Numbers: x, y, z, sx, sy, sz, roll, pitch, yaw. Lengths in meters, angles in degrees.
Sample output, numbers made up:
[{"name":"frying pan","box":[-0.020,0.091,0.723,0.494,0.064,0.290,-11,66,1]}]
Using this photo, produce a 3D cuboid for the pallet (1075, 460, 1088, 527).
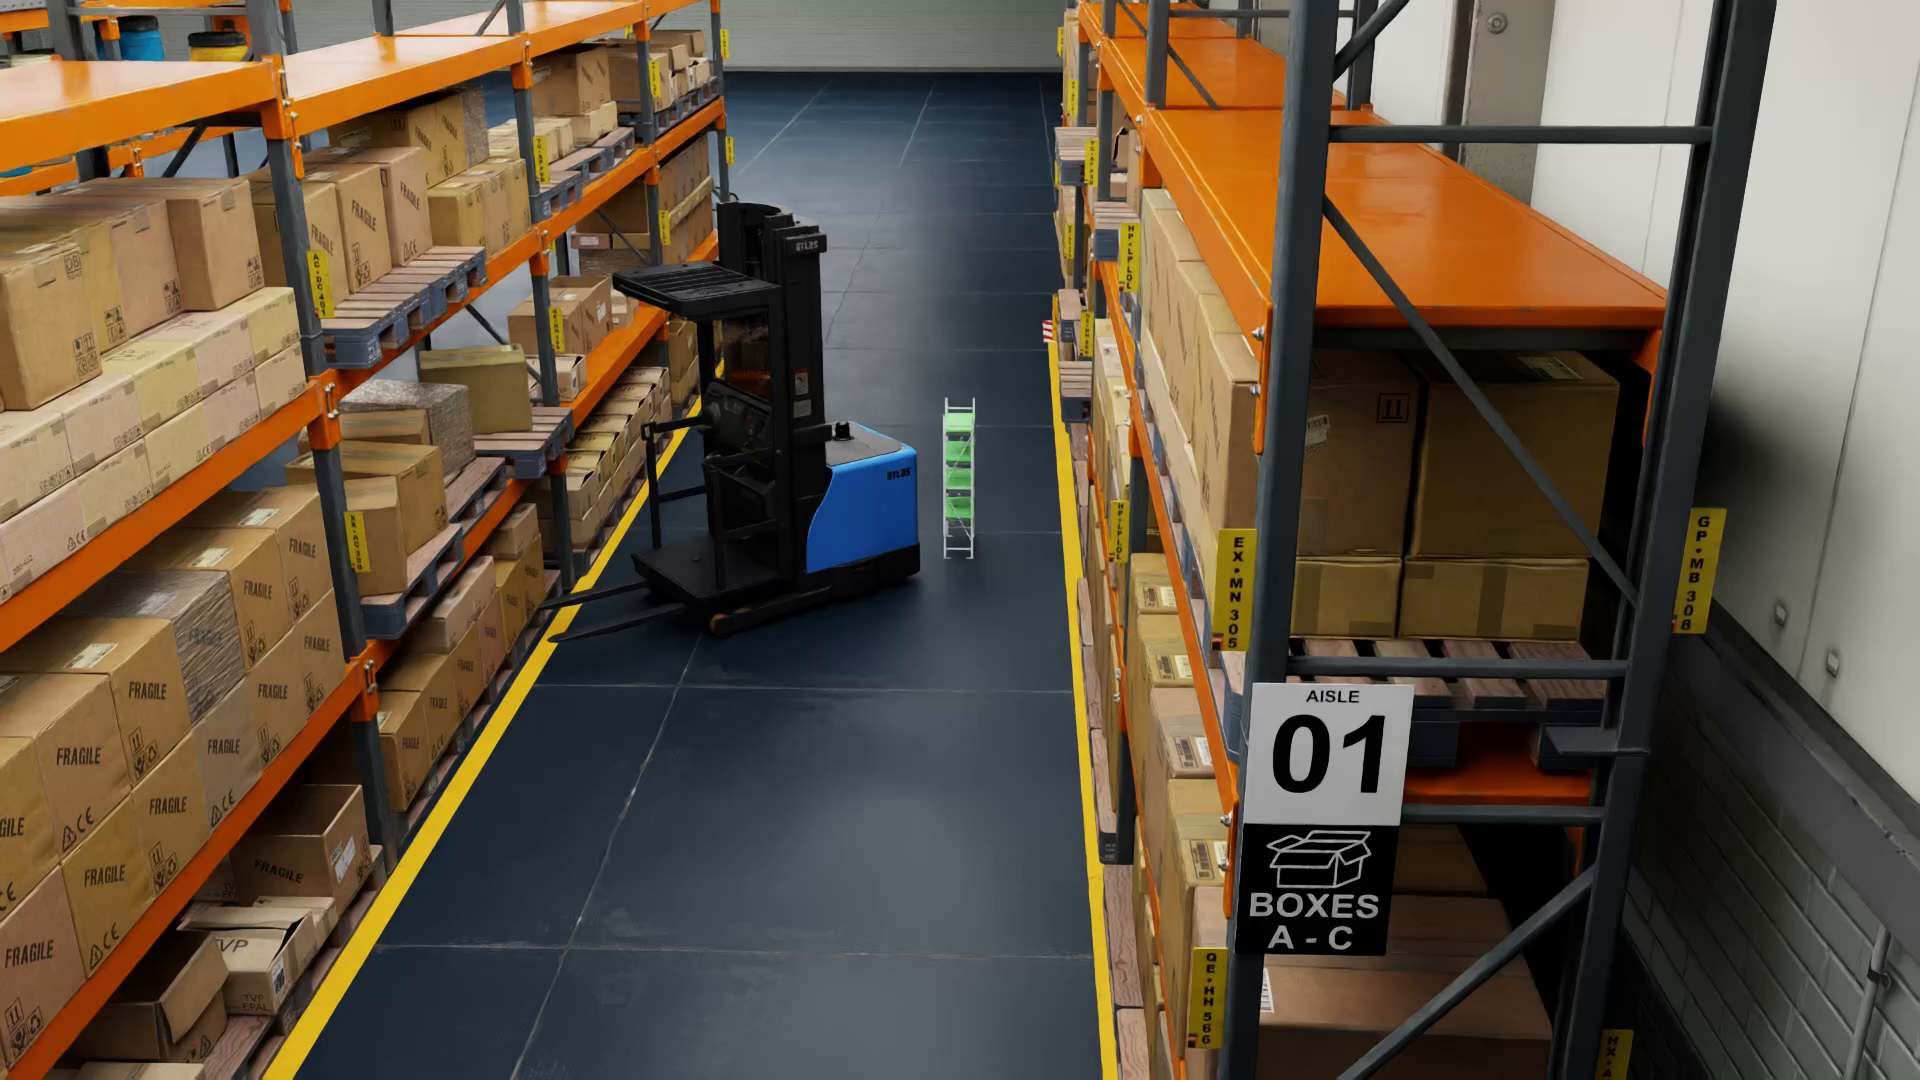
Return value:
[{"name":"pallet","box":[1.528,-0.405,14.573,1.003,0.211,1.213,1,21,2]}]

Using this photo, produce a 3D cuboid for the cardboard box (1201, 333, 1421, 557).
[{"name":"cardboard box","box":[0.969,-0.278,4.697,0.500,0.500,0.500,1,21,1]}]

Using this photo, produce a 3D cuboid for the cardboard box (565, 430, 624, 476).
[{"name":"cardboard box","box":[-3.154,-0.771,14.108,0.500,0.311,0.500,0,21,0]}]

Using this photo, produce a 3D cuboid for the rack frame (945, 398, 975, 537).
[{"name":"rack frame","box":[0.002,-0.588,13.678,0.240,1.200,0.015,1,21,2]}]

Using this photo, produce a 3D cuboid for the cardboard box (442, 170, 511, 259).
[{"name":"cardboard box","box":[-3.484,-2.138,10.900,0.910,0.500,0.500,1,21,2]}]

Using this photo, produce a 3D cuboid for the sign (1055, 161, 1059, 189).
[{"name":"sign","box":[1.164,-4.284,19.520,0.100,0.325,0.005,1,21,2]}]

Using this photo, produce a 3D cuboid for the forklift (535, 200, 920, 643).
[{"name":"forklift","box":[-1.797,-0.881,12.042,3.031,2.935,1.130,-15,26,-34]}]

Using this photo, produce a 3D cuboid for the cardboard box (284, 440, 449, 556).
[{"name":"cardboard box","box":[-3.415,-0.250,9.600,0.700,0.500,0.500,4,22,10]}]

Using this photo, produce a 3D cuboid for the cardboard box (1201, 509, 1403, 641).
[{"name":"cardboard box","box":[0.976,0.072,4.832,0.500,0.250,0.500,1,21,3]}]

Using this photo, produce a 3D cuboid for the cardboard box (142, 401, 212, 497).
[{"name":"cardboard box","box":[-3.392,-0.377,6.708,0.500,0.250,0.500,1,21,2]}]

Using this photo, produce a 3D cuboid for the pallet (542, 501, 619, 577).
[{"name":"pallet","box":[-3.425,-0.032,13.614,1.003,0.211,1.213,1,21,2]}]

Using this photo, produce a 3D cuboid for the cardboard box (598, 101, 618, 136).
[{"name":"cardboard box","box":[-3.395,-3.783,14.906,0.500,0.250,0.500,3,21,7]}]

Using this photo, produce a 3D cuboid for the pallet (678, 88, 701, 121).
[{"name":"pallet","box":[-3.327,-4.587,17.474,1.003,0.211,1.213,1,21,2]}]

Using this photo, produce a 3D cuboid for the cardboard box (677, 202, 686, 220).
[{"name":"cardboard box","box":[-3.122,-3.486,17.624,0.380,0.149,0.250,0,21,1]}]

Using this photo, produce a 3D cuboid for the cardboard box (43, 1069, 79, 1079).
[{"name":"cardboard box","box":[-3.903,2.392,6.705,0.500,0.250,0.500,1,21,2]}]

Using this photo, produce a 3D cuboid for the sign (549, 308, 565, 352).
[{"name":"sign","box":[-2.946,-1.536,12.142,0.100,0.325,0.005,1,21,2]}]

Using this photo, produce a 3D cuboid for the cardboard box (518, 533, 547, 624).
[{"name":"cardboard box","box":[-3.283,0.266,11.838,0.500,0.500,0.500,1,21,4]}]

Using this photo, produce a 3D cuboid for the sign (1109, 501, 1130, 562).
[{"name":"sign","box":[0.798,-0.041,8.291,0.100,0.325,0.005,1,21,2]}]

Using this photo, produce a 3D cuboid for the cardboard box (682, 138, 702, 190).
[{"name":"cardboard box","box":[-3.285,-4.201,18.572,0.700,0.500,0.500,0,21,0]}]

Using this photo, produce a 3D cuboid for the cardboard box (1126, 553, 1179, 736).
[{"name":"cardboard box","box":[1.308,0.520,7.920,0.980,0.700,0.700,1,21,2]}]

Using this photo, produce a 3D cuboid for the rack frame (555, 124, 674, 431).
[{"name":"rack frame","box":[-3.367,-2.482,16.071,1.000,3.000,0.127,1,21,2]}]

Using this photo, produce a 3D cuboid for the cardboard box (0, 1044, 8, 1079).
[{"name":"cardboard box","box":[-3.455,1.653,5.277,0.500,0.500,0.500,1,21,3]}]

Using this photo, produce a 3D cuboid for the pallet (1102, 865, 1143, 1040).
[{"name":"pallet","box":[1.240,2.038,8.277,1.003,0.211,1.213,1,21,2]}]

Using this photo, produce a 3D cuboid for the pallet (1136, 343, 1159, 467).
[{"name":"pallet","box":[1.306,-0.597,7.191,1.003,0.211,1.213,1,21,2]}]

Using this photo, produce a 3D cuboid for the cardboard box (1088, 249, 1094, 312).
[{"name":"cardboard box","box":[1.511,-2.294,14.843,0.700,0.500,0.500,3,21,7]}]

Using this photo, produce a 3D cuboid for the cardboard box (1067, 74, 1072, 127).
[{"name":"cardboard box","box":[1.360,-4.452,16.836,0.500,0.500,0.500,0,21,0]}]

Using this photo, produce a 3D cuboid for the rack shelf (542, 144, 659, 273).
[{"name":"rack shelf","box":[-3.428,-2.821,13.795,1.077,0.370,4.000,1,21,2]}]

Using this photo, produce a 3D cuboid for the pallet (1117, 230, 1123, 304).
[{"name":"pallet","box":[1.465,-1.655,10.055,1.003,0.211,1.213,2,21,4]}]

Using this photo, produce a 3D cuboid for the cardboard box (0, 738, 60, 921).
[{"name":"cardboard box","box":[-3.447,0.998,5.583,0.500,0.500,0.500,1,21,2]}]

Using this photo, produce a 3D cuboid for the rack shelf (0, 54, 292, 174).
[{"name":"rack shelf","box":[-3.671,-1.326,5.798,1.077,0.370,4.000,1,21,2]}]

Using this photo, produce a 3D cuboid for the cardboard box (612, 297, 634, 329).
[{"name":"cardboard box","box":[-3.210,-2.099,15.271,0.396,0.266,0.258,0,21,0]}]

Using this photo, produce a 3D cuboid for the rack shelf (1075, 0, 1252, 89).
[{"name":"rack shelf","box":[1.524,-3.980,13.188,1.077,0.370,4.000,1,21,2]}]

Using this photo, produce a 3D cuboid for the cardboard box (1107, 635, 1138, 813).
[{"name":"cardboard box","box":[1.231,1.034,9.402,0.750,0.750,0.750,1,21,2]}]

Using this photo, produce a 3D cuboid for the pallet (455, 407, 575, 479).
[{"name":"pallet","box":[-3.439,-0.700,11.745,1.213,0.211,1.003,1,21,2]}]

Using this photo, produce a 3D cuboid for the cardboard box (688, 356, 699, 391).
[{"name":"cardboard box","box":[-3.030,-1.740,17.382,0.500,0.250,0.500,1,21,2]}]

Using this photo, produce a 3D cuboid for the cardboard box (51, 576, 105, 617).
[{"name":"cardboard box","box":[-3.937,0.438,7.026,0.500,0.500,0.500,0,21,0]}]

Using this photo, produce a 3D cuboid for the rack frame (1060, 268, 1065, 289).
[{"name":"rack frame","box":[1.706,-3.875,19.662,1.000,3.000,0.127,1,21,2]}]

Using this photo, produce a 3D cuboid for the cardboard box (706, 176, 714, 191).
[{"name":"cardboard box","box":[-3.067,-4.137,19.302,0.380,0.149,0.250,0,21,1]}]

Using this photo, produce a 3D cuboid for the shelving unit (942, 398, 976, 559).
[{"name":"shelving unit","box":[-0.005,-0.500,13.451,0.258,1.200,0.503,1,21,2]}]

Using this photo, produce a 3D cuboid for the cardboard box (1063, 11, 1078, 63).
[{"name":"cardboard box","box":[1.386,-5.478,18.098,0.500,0.500,0.500,0,21,1]}]

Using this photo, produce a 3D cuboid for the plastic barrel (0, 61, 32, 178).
[{"name":"plastic barrel","box":[-8.156,-3.510,13.883,0.600,0.901,0.708,1,21,2]}]

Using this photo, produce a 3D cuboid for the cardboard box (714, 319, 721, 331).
[{"name":"cardboard box","box":[-2.980,-2.632,18.644,0.500,0.500,0.500,1,21,2]}]

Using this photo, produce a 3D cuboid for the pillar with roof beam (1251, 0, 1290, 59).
[{"name":"pillar with roof beam","box":[-1.936,-4.287,12.430,9.100,9.000,0.400,1,21,2]}]

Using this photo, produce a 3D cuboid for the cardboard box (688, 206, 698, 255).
[{"name":"cardboard box","box":[-3.304,-3.436,18.394,0.700,0.500,0.500,1,21,2]}]

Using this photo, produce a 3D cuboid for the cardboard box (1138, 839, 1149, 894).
[{"name":"cardboard box","box":[1.023,1.522,7.730,0.380,0.149,0.250,1,21,3]}]

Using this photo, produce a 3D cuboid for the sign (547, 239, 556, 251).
[{"name":"sign","box":[-3.922,-2.928,15.915,0.100,0.325,0.005,1,21,2]}]

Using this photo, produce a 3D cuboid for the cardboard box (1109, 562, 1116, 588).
[{"name":"cardboard box","box":[1.055,0.166,9.568,0.380,0.149,0.250,1,21,2]}]

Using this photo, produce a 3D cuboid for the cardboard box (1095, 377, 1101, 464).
[{"name":"cardboard box","box":[1.167,-0.815,11.198,0.500,0.500,0.500,1,21,3]}]

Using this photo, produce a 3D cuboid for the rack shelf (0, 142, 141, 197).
[{"name":"rack shelf","box":[-8.379,-2.877,13.939,1.077,0.370,4.000,1,21,2]}]

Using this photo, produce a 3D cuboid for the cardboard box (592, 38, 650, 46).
[{"name":"cardboard box","box":[-3.569,-5.036,17.597,0.500,0.500,0.500,1,21,2]}]

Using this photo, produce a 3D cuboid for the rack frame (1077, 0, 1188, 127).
[{"name":"rack frame","box":[1.584,-5.225,14.849,1.000,3.000,0.127,1,21,2]}]

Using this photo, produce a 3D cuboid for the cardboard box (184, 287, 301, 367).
[{"name":"cardboard box","box":[-3.354,-0.972,7.550,0.500,0.250,0.500,1,21,2]}]

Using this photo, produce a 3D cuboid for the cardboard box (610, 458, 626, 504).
[{"name":"cardboard box","box":[-3.155,-0.505,14.198,0.500,0.250,0.500,0,21,0]}]
